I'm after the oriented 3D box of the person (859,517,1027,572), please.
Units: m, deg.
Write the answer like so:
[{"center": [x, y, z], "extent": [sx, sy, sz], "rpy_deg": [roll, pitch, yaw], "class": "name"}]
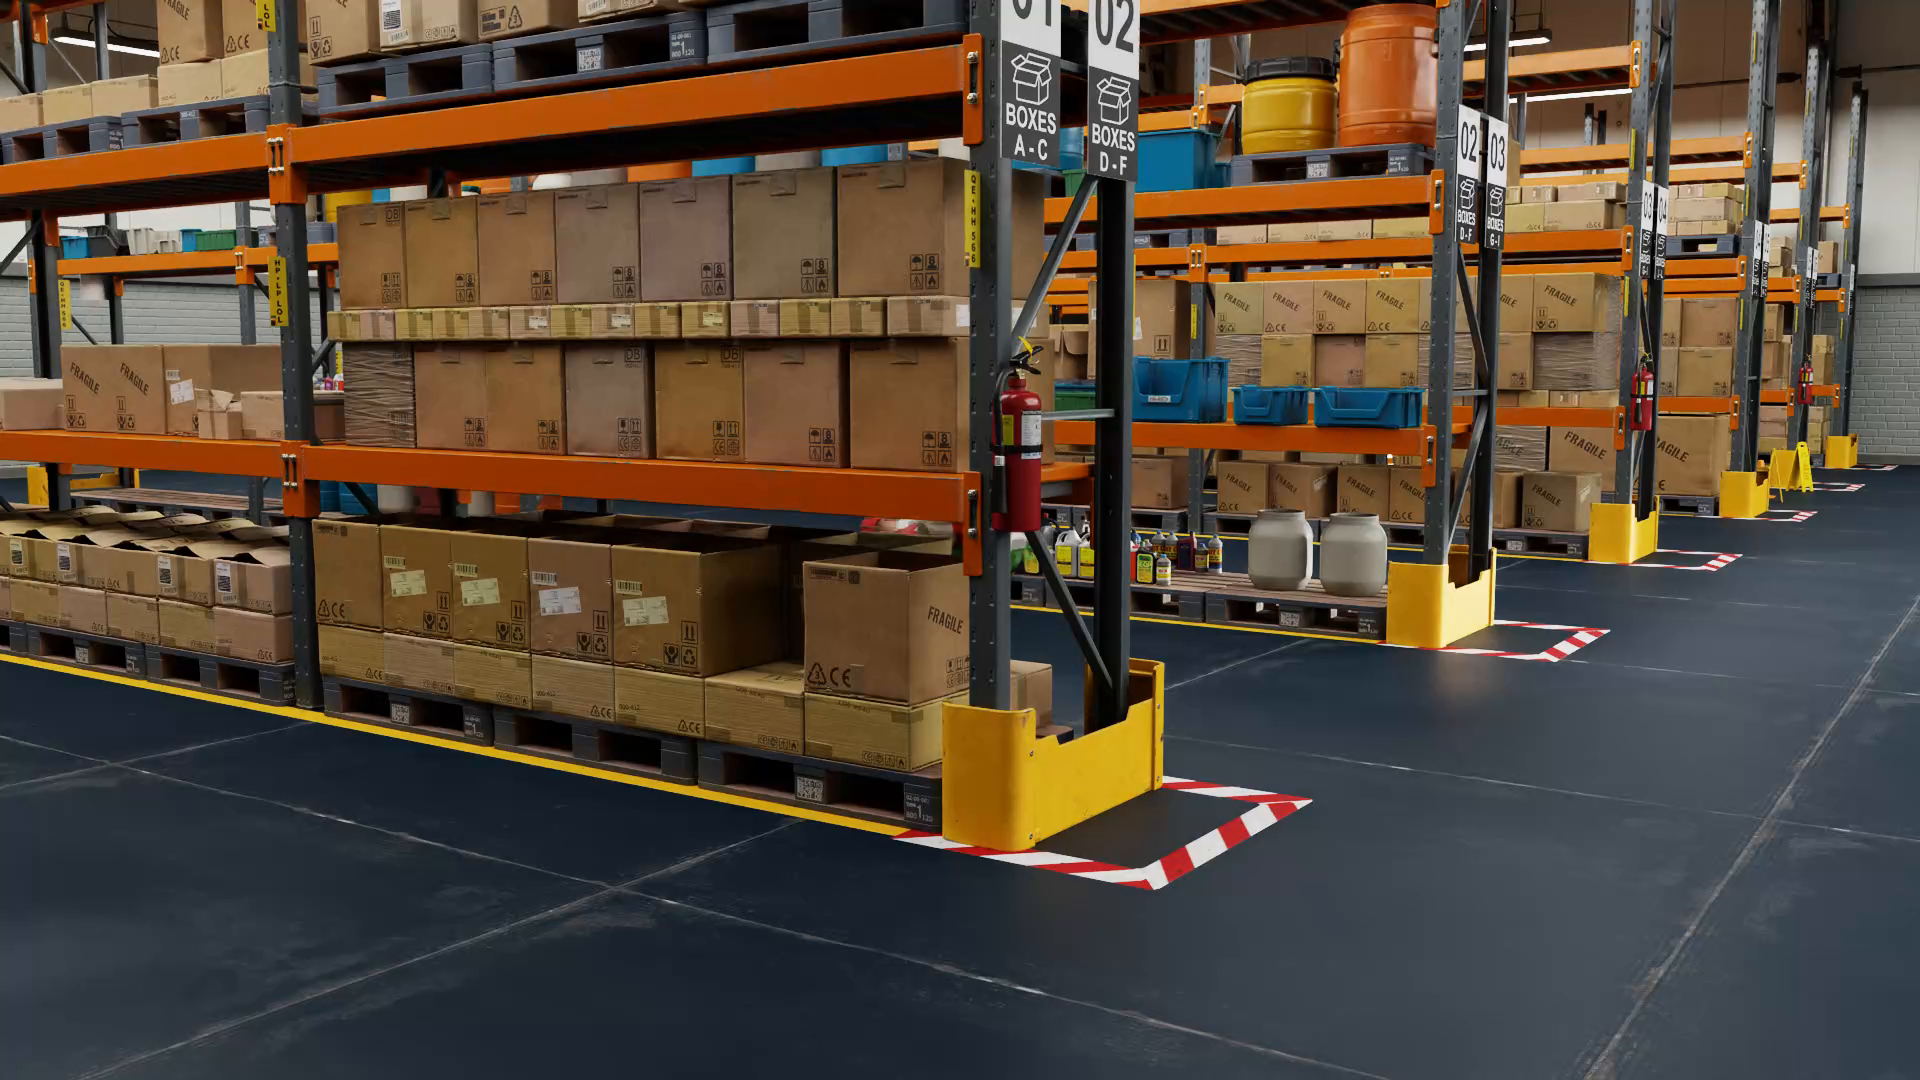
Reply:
[{"center": [-0.103, 0.280, 8.412], "extent": [0.962, 1.060, 0.517], "rpy_deg": [4, 7, 31], "class": "person"}]
